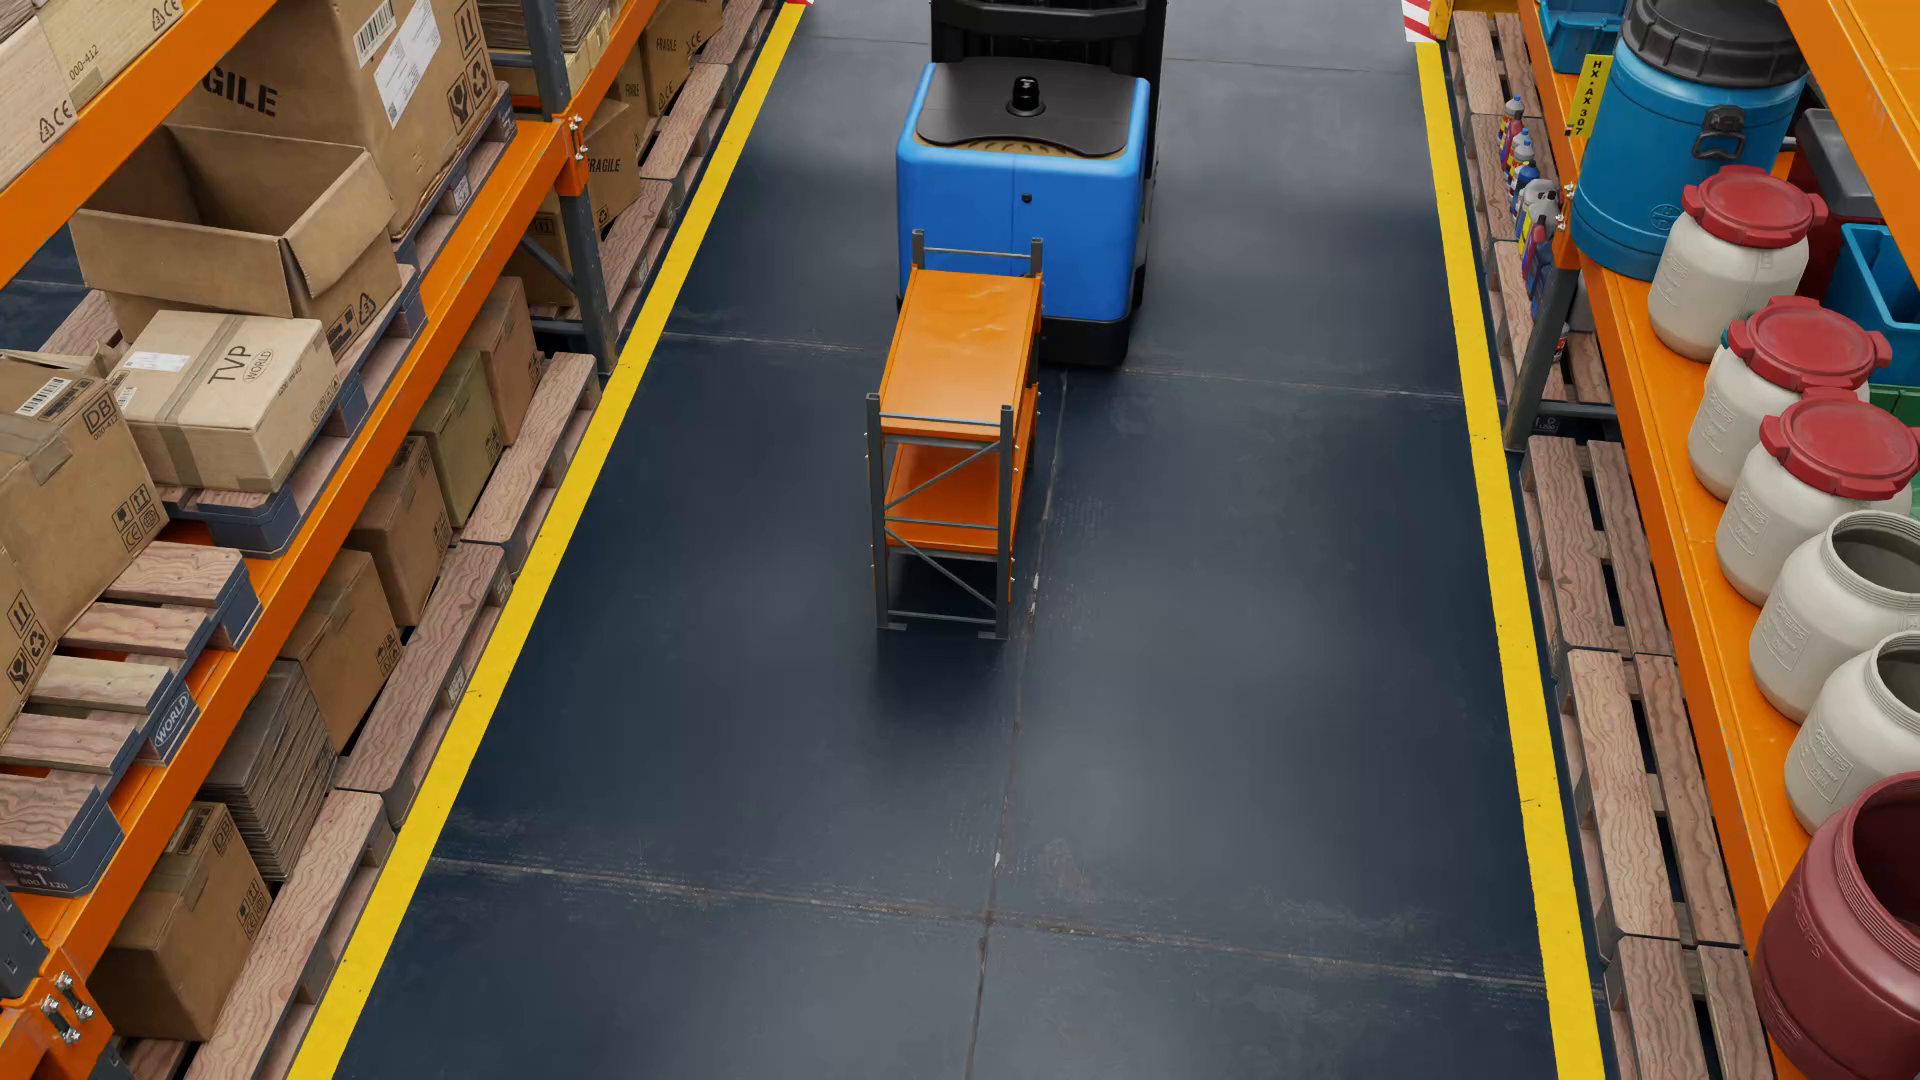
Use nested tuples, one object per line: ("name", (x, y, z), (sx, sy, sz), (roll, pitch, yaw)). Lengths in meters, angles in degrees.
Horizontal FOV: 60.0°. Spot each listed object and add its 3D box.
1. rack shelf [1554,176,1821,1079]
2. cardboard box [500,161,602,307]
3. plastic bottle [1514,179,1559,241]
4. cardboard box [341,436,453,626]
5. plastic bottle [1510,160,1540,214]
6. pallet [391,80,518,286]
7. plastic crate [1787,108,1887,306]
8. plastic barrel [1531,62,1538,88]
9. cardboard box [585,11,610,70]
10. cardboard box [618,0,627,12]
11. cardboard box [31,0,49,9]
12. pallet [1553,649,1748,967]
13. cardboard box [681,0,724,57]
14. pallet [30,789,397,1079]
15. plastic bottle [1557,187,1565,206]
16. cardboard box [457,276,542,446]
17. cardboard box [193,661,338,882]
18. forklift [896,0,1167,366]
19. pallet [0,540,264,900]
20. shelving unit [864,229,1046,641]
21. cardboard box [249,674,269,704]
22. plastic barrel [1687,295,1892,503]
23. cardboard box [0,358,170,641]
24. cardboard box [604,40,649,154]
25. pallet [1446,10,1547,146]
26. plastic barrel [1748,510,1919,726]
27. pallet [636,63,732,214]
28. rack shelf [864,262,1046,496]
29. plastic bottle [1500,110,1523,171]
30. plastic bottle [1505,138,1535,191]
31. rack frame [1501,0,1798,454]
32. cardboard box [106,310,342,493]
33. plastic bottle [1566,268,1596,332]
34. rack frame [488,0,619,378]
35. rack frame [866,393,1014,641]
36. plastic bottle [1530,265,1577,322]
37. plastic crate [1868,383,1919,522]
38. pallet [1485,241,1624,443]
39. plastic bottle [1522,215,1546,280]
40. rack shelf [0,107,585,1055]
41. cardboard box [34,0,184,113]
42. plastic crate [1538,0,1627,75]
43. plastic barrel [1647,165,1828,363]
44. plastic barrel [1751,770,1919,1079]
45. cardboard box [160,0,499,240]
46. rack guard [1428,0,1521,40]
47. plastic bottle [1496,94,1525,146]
("rack shelf", (2.578, 0.162, 4.920), (1.077, 0.370, 4.000), (5, 44, 6))
("cardboard box", (-1.975, -1.426, 7.587), (0.500, 0.500, 0.500), (4, 44, 4))
("plastic bottle", (2.735, -1.559, 7.876), (0.152, 0.276, 0.135), (6, 44, 6))
("cardboard box", (-2.325, -0.043, 6.112), (0.700, 0.500, 0.500), (2, 43, 2))
("plastic bottle", (2.737, -1.710, 8.039), (0.097, 0.271, 0.097), (0, 43, 0))
("pallet", (-2.313, -1.335, 6.118), (1.003, 0.211, 1.213), (5, 44, 6))
("plastic crate", (3.081, -1.128, 5.713), (0.402, 0.464, 0.583), (5, 44, 6))
("plastic barrel", (3.293, -2.640, 8.861), (0.421, 0.512, 0.421), (0, 43, 0))
("cardboard box", (-1.695, -2.110, 6.979), (0.380, 0.149, 0.250), (5, 44, 6))
("cardboard box", (-1.666, -2.454, 7.342), (0.380, 0.149, 0.250), (5, 44, 6))
("cardboard box", (-2.149, -1.479, 3.512), (0.500, 0.500, 0.500), (4, 44, 4))
("pallet", (2.618, 0.923, 5.622), (1.003, 0.211, 1.213), (5, 44, 6))
("cardboard box", (-1.683, -3.049, 9.301), (0.500, 0.500, 0.500), (16, 46, 16))
("pallet", (-2.491, 1.294, 5.230), (1.003, 0.211, 1.213), (5, 44, 6))
("plastic bottle", (2.841, -1.553, 7.864), (0.061, 0.283, 0.133), (5, 44, 6))
("cardboard box", (-2.170, -0.748, 6.856), (0.700, 0.500, 0.500), (2, 43, 2))
("cardboard box", (-2.467, 0.724, 5.302), (0.700, 0.500, 0.500), (2, 43, 2))
("forklift", (0.445, -2.864, 7.643), (1.130, 2.935, 3.031), (6, 44, 6))
("pallet", (-2.608, 0.388, 4.298), (1.213, 0.211, 1.003), (5, 44, 6))
("shelving unit", (-0.001, -0.404, 6.358), (0.538, 1.125, 1.048), (5, 44, 6))
("cardboard box", (-2.477, 0.468, 5.027), (0.500, 0.250, 0.500), (10, 44, 10))
("plastic barrel", (2.401, -0.379, 4.870), (0.433, 0.535, 0.433), (0, 43, 0))
("cardboard box", (-2.590, -0.136, 4.334), (0.700, 0.500, 0.500), (11, 45, 12))
("cardboard box", (-1.902, -2.247, 8.455), (0.500, 0.500, 0.500), (2, 43, 2))
("pallet", (3.295, -2.566, 9.307), (1.003, 0.211, 1.213), (5, 44, 6))
("plastic barrel", (2.293, 0.216, 4.259), (0.421, 0.512, 0.421), (0, 43, 0))
("pallet", (-1.855, -2.195, 8.914), (1.003, 0.211, 1.213), (5, 44, 6))
("rack shelf", (-0.001, -0.616, 6.157), (0.538, 0.278, 1.000), (5, 44, 6))
("plastic bottle", (2.774, -2.002, 8.338), (0.061, 0.283, 0.133), (6, 44, 6))
("plastic bottle", (2.764, -1.848, 8.185), (0.097, 0.271, 0.097), (0, 43, 0))
("rack frame", (2.842, -1.462, 6.113), (1.000, 3.000, 0.127), (5, 44, 6))
("cardboard box", (-2.147, -0.406, 4.800), (0.500, 0.250, 0.500), (4, 44, 4))
("plastic bottle", (2.784, -1.112, 7.349), (0.144, 0.351, 0.185), (5, 44, 6))
("rack frame", (-2.067, -1.912, 6.588), (1.000, 3.000, 0.127), (5, 44, 6))
("rack frame", (-0.068, -0.057, 5.992), (0.500, 1.125, 0.032), (5, 44, 6))
("plastic bottle", (2.642, -1.125, 7.363), (0.144, 0.351, 0.185), (4, 44, 4))
("plastic crate", (2.892, -0.173, 4.905), (0.450, 0.188, 0.662), (5, 44, 6))
("pallet", (2.972, -0.904, 7.551), (1.003, 0.211, 1.213), (5, 44, 6))
("plastic bottle", (2.647, -1.346, 7.646), (0.061, 0.283, 0.133), (8, 44, 8))
("rack shelf", (-2.332, -0.288, 5.396), (1.077, 0.370, 4.000), (5, 44, 6))
("cardboard box", (-2.155, -1.219, 3.783), (0.500, 0.250, 0.500), (6, 44, 6))
("plastic crate", (2.719, -2.187, 6.986), (0.499, 0.251, 0.616), (5, 44, 6))
("plastic barrel", (2.498, -0.879, 5.398), (0.433, 0.535, 0.433), (0, 43, 0))
("plastic barrel", (2.074, 0.871, 3.550), (0.600, 0.536, 0.708), (5, 44, 6))
("cardboard box", (-2.311, -1.754, 5.679), (1.000, 1.000, 1.000), (6, 44, 6))
("rack guard", (3.408, -3.224, 9.792), (1.175, 0.500, 0.348), (5, 44, 6))
("plastic bottle", (2.822, -2.150, 8.503), (0.097, 0.271, 0.097), (0, 43, 0))
